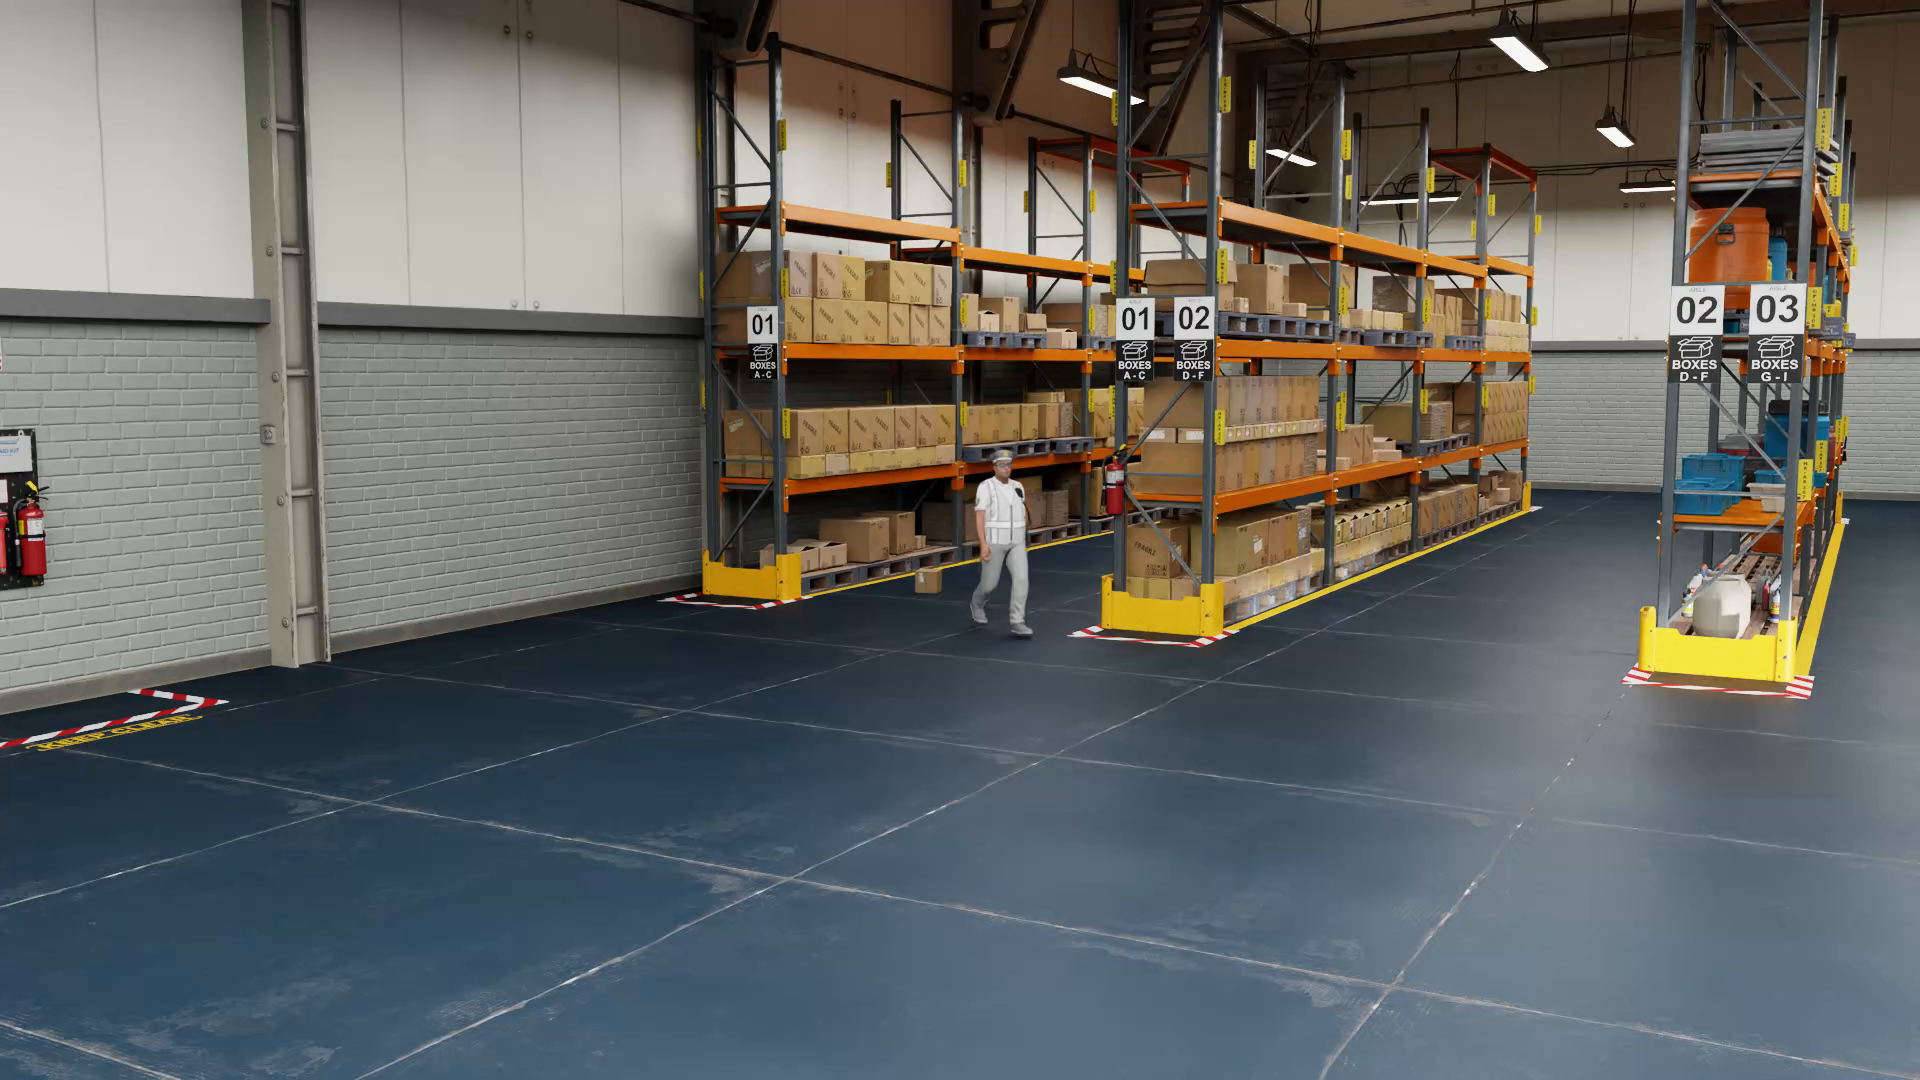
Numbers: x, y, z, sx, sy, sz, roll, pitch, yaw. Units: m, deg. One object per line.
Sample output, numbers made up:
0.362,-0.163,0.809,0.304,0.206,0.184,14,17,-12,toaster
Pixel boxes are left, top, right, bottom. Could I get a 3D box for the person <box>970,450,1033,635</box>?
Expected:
0.390,0.003,15.878,0.536,1.735,0.924,-2,6,-22,person
